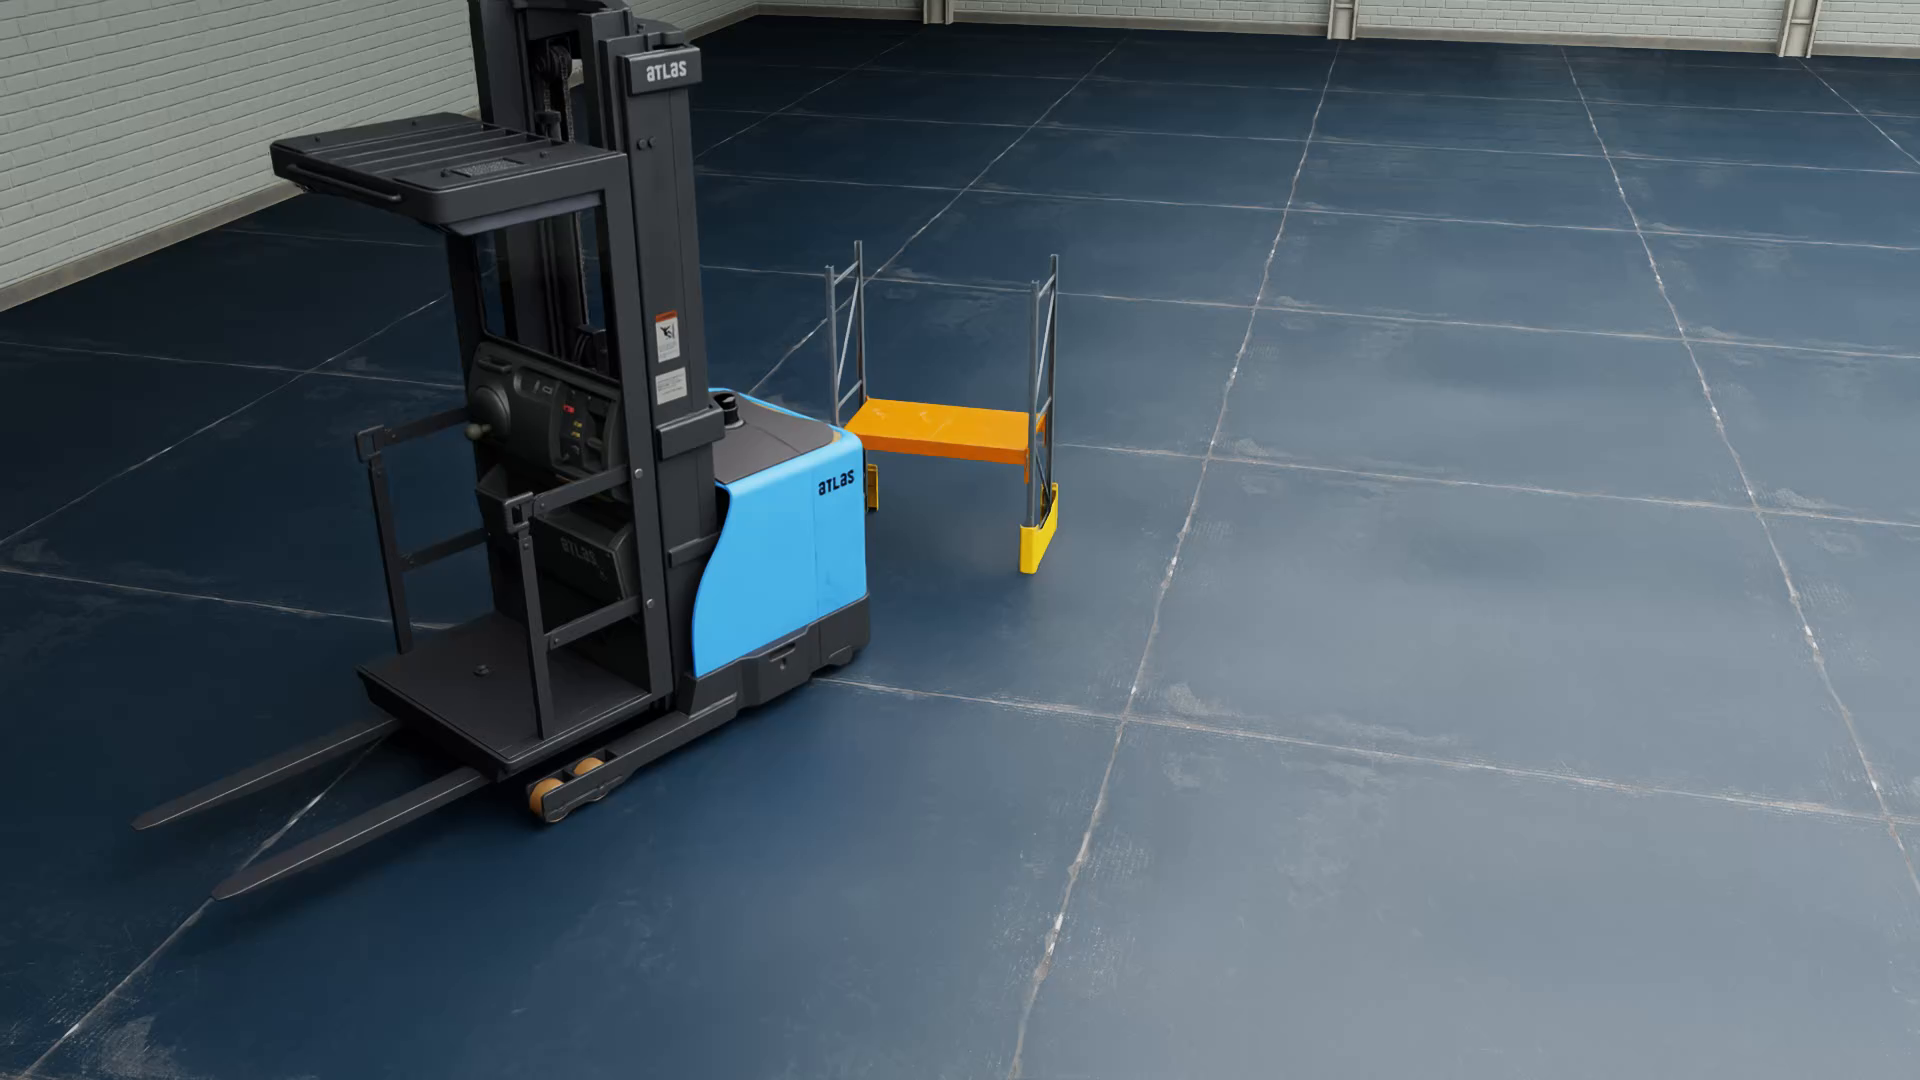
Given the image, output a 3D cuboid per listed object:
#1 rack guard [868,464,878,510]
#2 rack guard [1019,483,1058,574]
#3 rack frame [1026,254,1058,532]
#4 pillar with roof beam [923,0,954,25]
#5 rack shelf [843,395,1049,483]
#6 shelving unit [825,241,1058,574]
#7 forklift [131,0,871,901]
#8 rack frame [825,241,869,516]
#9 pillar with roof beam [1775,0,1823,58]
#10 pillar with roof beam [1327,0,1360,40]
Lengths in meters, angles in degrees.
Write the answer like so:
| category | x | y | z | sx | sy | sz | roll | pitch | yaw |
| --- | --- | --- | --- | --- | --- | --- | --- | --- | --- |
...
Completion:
| category | x | y | z | sx | sy | sz | roll | pitch | yaw |
| --- | --- | --- | --- | --- | --- | --- | --- | --- | --- |
| rack guard | -0.556 | -0.174 | 8.825 | 0.087 | 0.250 | 0.587 | 6 | 26 | 13 |
| rack guard | 0.408 | -0.068 | 8.601 | 0.087 | 0.250 | 0.587 | 6 | 26 | 13 |
| rack frame | 0.410 | -0.632 | 8.332 | 0.032 | 1.500 | 0.500 | 6 | 26 | 13 |
| pillar with roof beam | -1.399 | -10.131 | 19.561 | 0.400 | 9.000 | 9.100 | 6 | 26 | 13 |
| rack shelf | -0.083 | -0.524 | 8.524 | 1.000 | 0.185 | 0.538 | 6 | 26 | 13 |
| shelving unit | -0.074 | -0.685 | 8.445 | 1.083 | 1.500 | 0.587 | 6 | 26 | 13 |
| forklift | -1.766 | -0.476 | 6.339 | 1.130 | 2.935 | 3.031 | 21 | 33 | 37 |
| rack frame | -0.575 | -0.741 | 8.561 | 0.032 | 1.500 | 0.500 | 6 | 26 | 13 |
| pillar with roof beam | 10.223 | -8.846 | 16.863 | 0.400 | 9.000 | 9.100 | 6 | 26 | 13 |
| pillar with roof beam | 4.412 | -9.489 | 18.212 | 0.400 | 9.000 | 9.100 | 6 | 26 | 13 |
